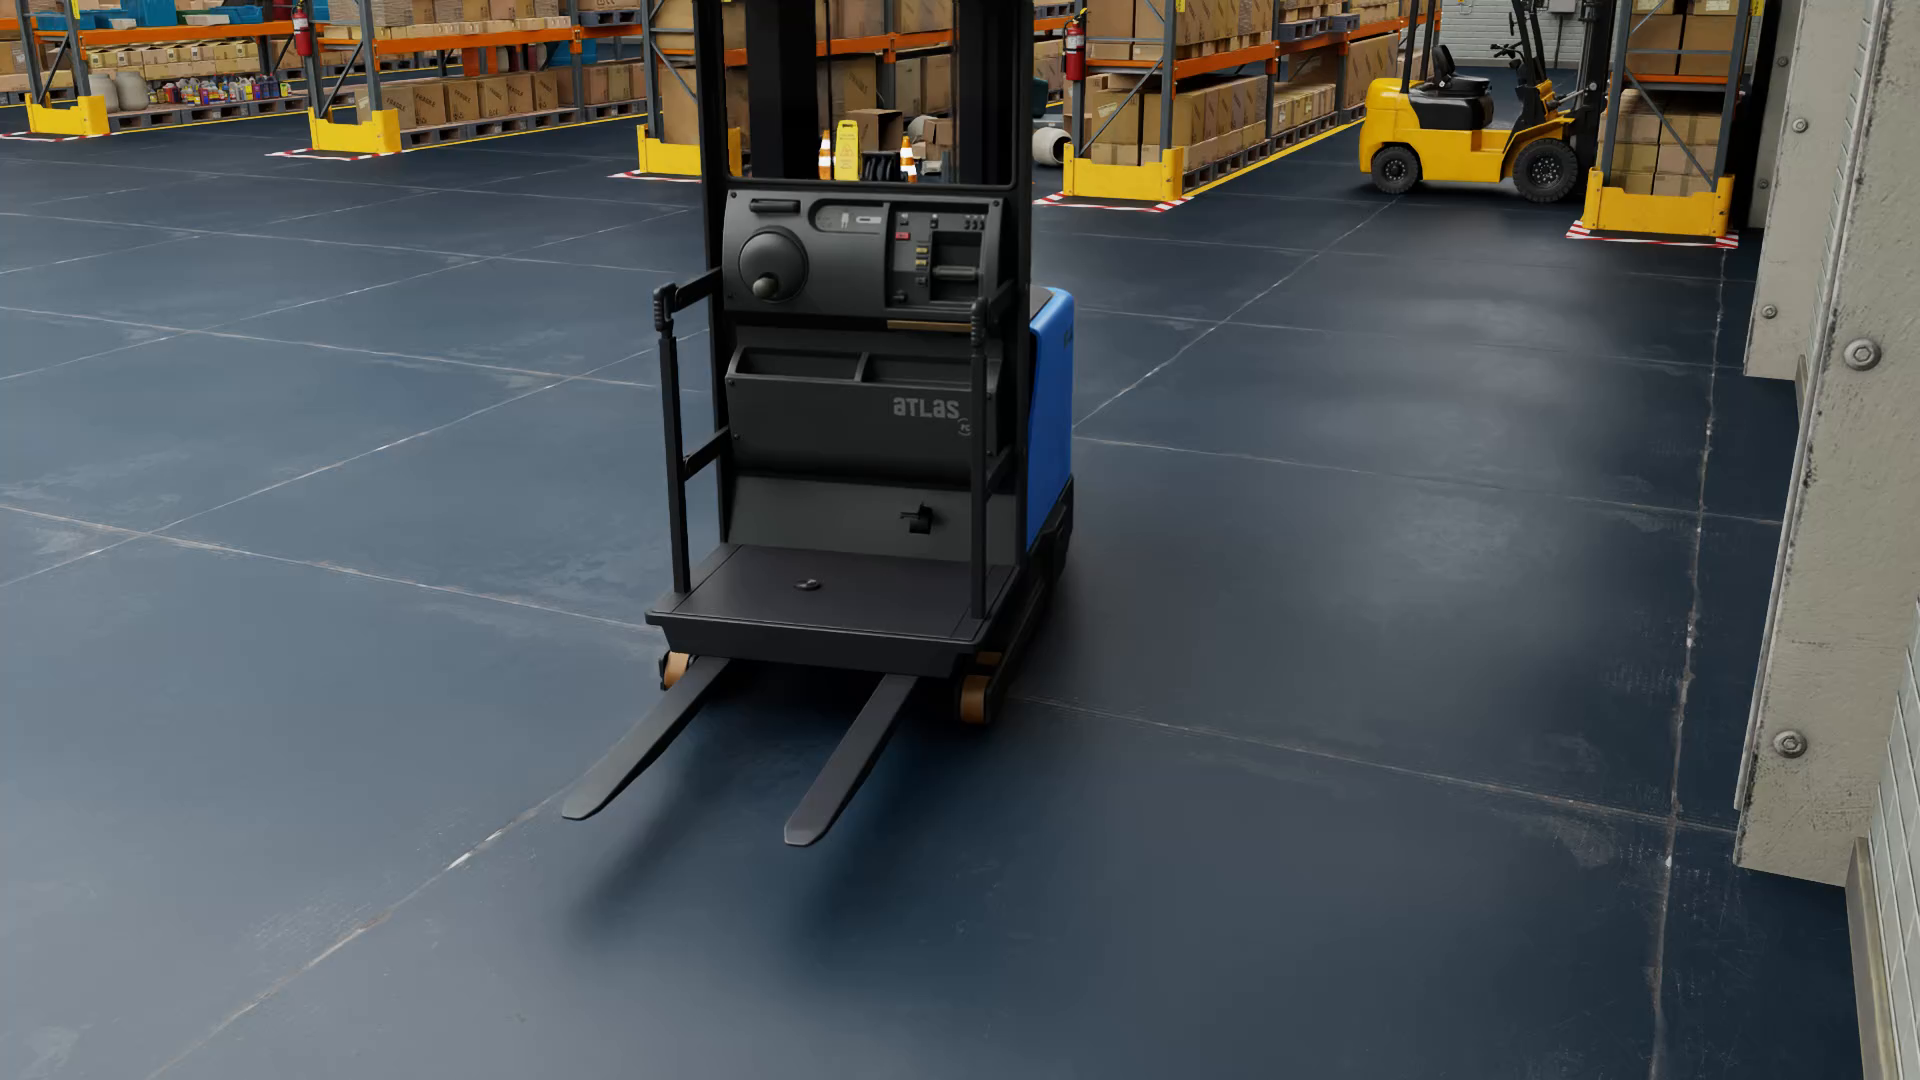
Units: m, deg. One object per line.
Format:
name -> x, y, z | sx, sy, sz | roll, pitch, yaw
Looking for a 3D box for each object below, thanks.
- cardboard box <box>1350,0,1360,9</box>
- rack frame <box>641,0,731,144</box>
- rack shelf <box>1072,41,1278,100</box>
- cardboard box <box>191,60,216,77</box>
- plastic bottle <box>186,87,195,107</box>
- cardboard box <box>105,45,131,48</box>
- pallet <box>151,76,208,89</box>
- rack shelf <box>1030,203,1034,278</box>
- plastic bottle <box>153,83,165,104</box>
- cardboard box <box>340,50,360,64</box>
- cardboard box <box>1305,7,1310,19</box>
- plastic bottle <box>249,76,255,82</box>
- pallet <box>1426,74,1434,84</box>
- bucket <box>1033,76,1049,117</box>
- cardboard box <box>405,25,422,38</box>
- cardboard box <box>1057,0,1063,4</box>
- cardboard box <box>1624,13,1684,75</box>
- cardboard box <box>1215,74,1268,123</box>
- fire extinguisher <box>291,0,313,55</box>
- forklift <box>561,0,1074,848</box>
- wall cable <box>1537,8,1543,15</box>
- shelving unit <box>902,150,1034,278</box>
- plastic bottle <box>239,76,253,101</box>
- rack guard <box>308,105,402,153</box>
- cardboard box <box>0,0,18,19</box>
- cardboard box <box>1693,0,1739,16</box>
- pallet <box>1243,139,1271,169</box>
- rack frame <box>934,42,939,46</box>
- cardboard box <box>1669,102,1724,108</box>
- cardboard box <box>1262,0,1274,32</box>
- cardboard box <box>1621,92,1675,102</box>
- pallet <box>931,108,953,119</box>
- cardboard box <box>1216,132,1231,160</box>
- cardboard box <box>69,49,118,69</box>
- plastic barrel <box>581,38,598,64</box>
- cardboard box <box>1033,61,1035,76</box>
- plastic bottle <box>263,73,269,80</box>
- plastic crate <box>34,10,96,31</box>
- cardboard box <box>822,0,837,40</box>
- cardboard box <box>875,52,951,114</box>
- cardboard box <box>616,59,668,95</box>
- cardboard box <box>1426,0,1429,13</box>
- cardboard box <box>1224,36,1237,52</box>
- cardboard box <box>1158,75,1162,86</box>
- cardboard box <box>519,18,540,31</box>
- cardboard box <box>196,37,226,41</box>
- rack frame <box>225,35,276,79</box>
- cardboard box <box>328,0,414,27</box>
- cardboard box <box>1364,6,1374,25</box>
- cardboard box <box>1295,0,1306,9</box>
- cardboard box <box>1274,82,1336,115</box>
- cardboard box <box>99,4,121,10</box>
cardboard box -> 5.298, -7.564, 23.239 | 0.500, 0.250, 0.500 | 8, 21, 22
rack frame -> -2.968, -5.481, 17.904 | 1.000, 3.000, 0.127 | 9, 21, 23
rack shelf -> 2.408, -5.105, 17.921 | 1.077, 0.370, 4.000 | 9, 21, 23
cardboard box -> -13.621, -8.395, 29.575 | 0.500, 0.250, 0.500 | 9, 22, 24
plastic bottle -> -10.944, -6.305, 23.637 | 0.097, 0.271, 0.097 | 0, 20, 0
cardboard box -> -14.532, -8.417, 28.801 | 0.500, 0.311, 0.500 | 8, 21, 23
pallet -> -14.086, -8.067, 29.336 | 1.003, 0.211, 1.213 | 9, 21, 23
rack shelf -> 0.036, -1.243, 7.061 | 0.431, 0.370, 0.720 | 4, 20, 12
plastic bottle -> -11.587, -6.459, 24.052 | 0.061, 0.283, 0.133 | 9, 22, 24
cardboard box -> -12.137, -9.602, 32.565 | 0.500, 0.500, 0.500 | 8, 21, 21
cardboard box -> 4.145, -6.581, 20.745 | 0.380, 0.149, 0.250 | 9, 21, 23
plastic bottle -> -10.863, -6.979, 25.533 | 0.097, 0.271, 0.097 | 0, 20, 0
pallet -> 7.885, -8.155, 29.584 | 1.003, 0.211, 1.213 | 9, 21, 23
bucket -> 0.718, -5.520, 20.630 | 0.726, 0.611, 0.620 | 18, 16, 41
cardboard box -> -6.882, -6.277, 20.516 | 0.380, 0.149, 0.250 | 9, 21, 23
cardboard box -> 1.433, -8.682, 26.652 | 0.380, 0.149, 0.250 | 10, 22, 25
cardboard box -> 6.081, -4.386, 14.677 | 0.500, 0.500, 0.500 | 8, 21, 21
cardboard box -> 3.230, -5.093, 19.172 | 0.500, 0.500, 0.500 | 8, 21, 22
fire extinguisher -> -7.919, -6.184, 19.997 | 0.296, 0.674, 0.183 | 9, 21, 23
forklift -> -0.366, -0.926, 5.199 | 1.130, 2.935, 3.031 | 4, 20, 12
wall cable -> 11.728, -11.738, 33.983 | 0.588, 1.984, 0.122 | 9, 21, 23
shelving unit -> 0.036, -0.875, 7.191 | 0.431, 1.500, 0.755 | 4, 20, 12
plastic bottle -> -10.544, -6.660, 24.517 | 0.144, 0.351, 0.185 | 8, 21, 22
rack guard -> -7.421, -5.038, 20.389 | 1.175, 0.500, 0.348 | 9, 21, 23
cardboard box -> -15.236, -8.524, 26.312 | 0.700, 0.500, 0.500 | 8, 21, 22
cardboard box -> 6.495, -4.574, 14.235 | 0.380, 0.149, 0.250 | 8, 21, 21
pallet -> 2.984, -4.531, 19.396 | 1.003, 0.211, 1.213 | 9, 21, 23
rack frame -> -0.900, -11.084, 33.658 | 1.000, 3.000, 0.127 | 9, 21, 23
cardboard box -> 6.905, -3.952, 15.589 | 0.500, 0.250, 0.500 | 8, 21, 22
cardboard box -> 3.272, -6.073, 18.975 | 0.500, 0.500, 0.500 | 8, 21, 21
cardboard box -> 6.861, -4.336, 16.668 | 0.500, 0.250, 0.500 | 9, 22, 25
pallet -> -0.585, -6.010, 23.554 | 1.003, 0.211, 1.213 | 9, 21, 23
cardboard box -> 2.600, -4.267, 17.968 | 0.500, 0.250, 0.500 | 10, 22, 26
cardboard box -> -14.453, -8.034, 27.724 | 0.500, 0.311, 0.500 | 9, 21, 23
plastic barrel -> -7.295, -9.586, 31.951 | 0.600, 0.901, 0.708 | 9, 21, 23
cardboard box -> 0.830, -7.128, 25.639 | 0.500, 0.500, 0.500 | 8, 21, 20
plastic bottle -> -10.465, -6.837, 25.015 | 0.144, 0.351, 0.185 | 9, 21, 23
plastic crate -> -12.038, -6.996, 22.386 | 0.499, 0.251, 0.616 | 9, 21, 23
cardboard box -> -2.003, -6.340, 20.095 | 0.875, 0.550, 0.550 | 9, 21, 23
cardboard box -> -0.760, -6.338, 23.045 | 1.050, 0.750, 0.750 | 9, 21, 23
cardboard box -> -4.873, -7.114, 25.571 | 0.700, 0.500, 0.500 | 11, 22, 27
cardboard box -> 7.764, -9.277, 28.429 | 0.500, 0.500, 0.500 | 9, 22, 24
cardboard box -> 2.756, -5.328, 17.849 | 0.380, 0.149, 0.250 | 9, 21, 23
cardboard box -> 1.984, -4.953, 17.809 | 0.380, 0.149, 0.250 | 10, 22, 25
cardboard box -> -5.903, -6.956, 22.426 | 0.380, 0.149, 0.250 | 9, 21, 23
cardboard box -> -16.242, -10.868, 35.634 | 0.750, 0.750, 0.750 | 9, 21, 23
rack frame -> -13.212, -9.998, 30.606 | 1.000, 3.000, 0.127 | 9, 21, 23
cardboard box -> -7.202, -6.544, 20.300 | 0.875, 0.500, 0.500 | 9, 21, 23
cardboard box -> 5.709, -7.642, 24.203 | 0.500, 0.250, 0.500 | 9, 22, 24
cardboard box -> 3.885, -6.698, 20.106 | 0.500, 0.500, 0.500 | 9, 21, 23
cardboard box -> 4.625, -6.067, 22.846 | 0.950, 0.372, 0.625 | 7, 21, 19
cardboard box -> -14.301, -8.900, 27.893 | 0.380, 0.149, 0.250 | 9, 21, 23
